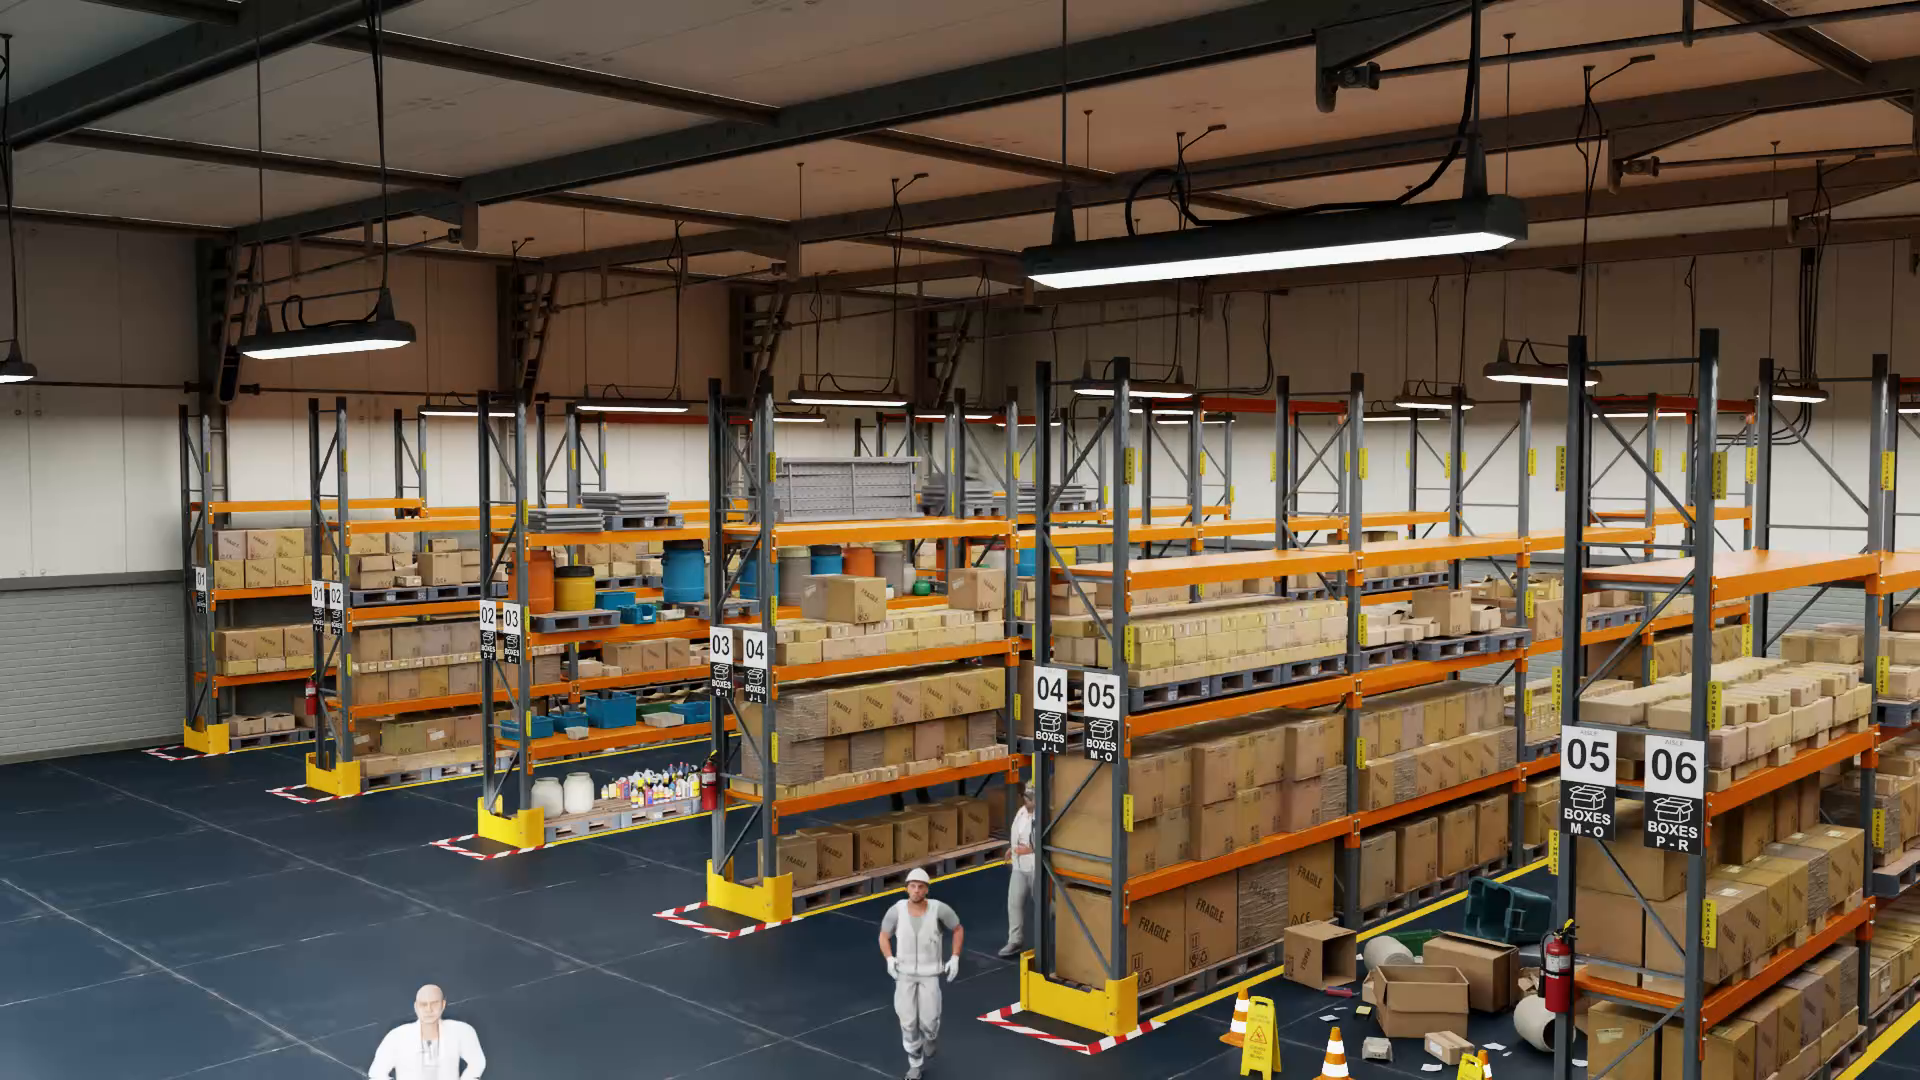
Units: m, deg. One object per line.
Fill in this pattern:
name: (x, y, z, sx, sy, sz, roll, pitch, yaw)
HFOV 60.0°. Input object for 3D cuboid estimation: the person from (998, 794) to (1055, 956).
person: (0.746, 3.389, 17.171, 0.681, 1.696, 0.915, 3, 4, 43)

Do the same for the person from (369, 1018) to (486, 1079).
person: (-3.425, 3.791, 10.734, 0.723, 1.461, 0.616, -1, 3, -20)

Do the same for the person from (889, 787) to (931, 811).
person: (-0.717, 3.054, 23.276, 0.641, 1.849, 0.828, 2, 4, 32)

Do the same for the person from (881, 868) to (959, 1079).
person: (-0.334, 3.572, 13.749, 0.652, 1.746, 0.625, 0, 3, 3)
